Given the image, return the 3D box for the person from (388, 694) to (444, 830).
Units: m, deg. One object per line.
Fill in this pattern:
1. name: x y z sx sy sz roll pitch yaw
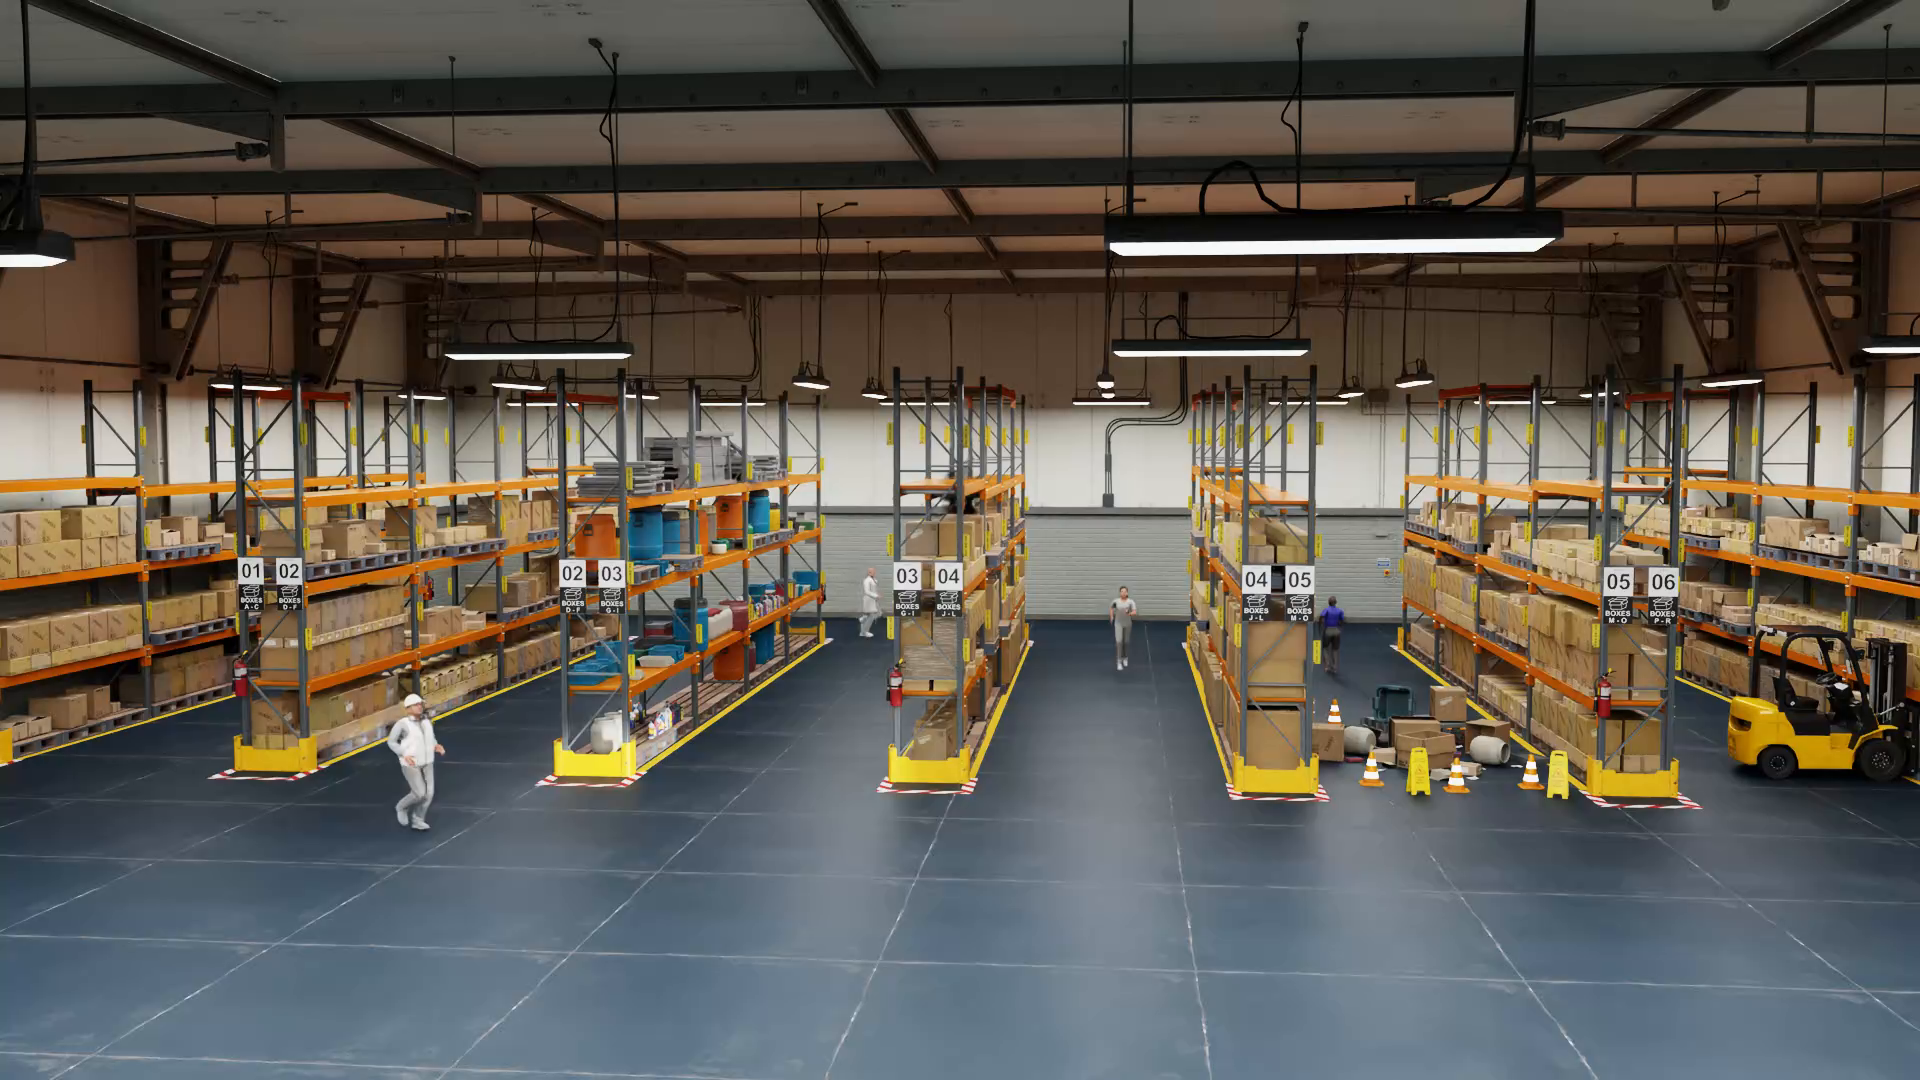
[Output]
1. person: -6.882 2.823 21.135 0.599 1.723 0.655 2 4 33

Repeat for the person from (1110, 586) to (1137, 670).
1. person: 3.358 1.785 34.202 0.554 1.683 0.885 0 4 4

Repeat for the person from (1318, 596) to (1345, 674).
1. person: 7.825 2.007 35.142 0.596 1.649 0.644 0 4 0

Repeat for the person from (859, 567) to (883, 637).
1. person: -2.202 1.550 41.648 0.692 1.735 0.694 1 4 17
